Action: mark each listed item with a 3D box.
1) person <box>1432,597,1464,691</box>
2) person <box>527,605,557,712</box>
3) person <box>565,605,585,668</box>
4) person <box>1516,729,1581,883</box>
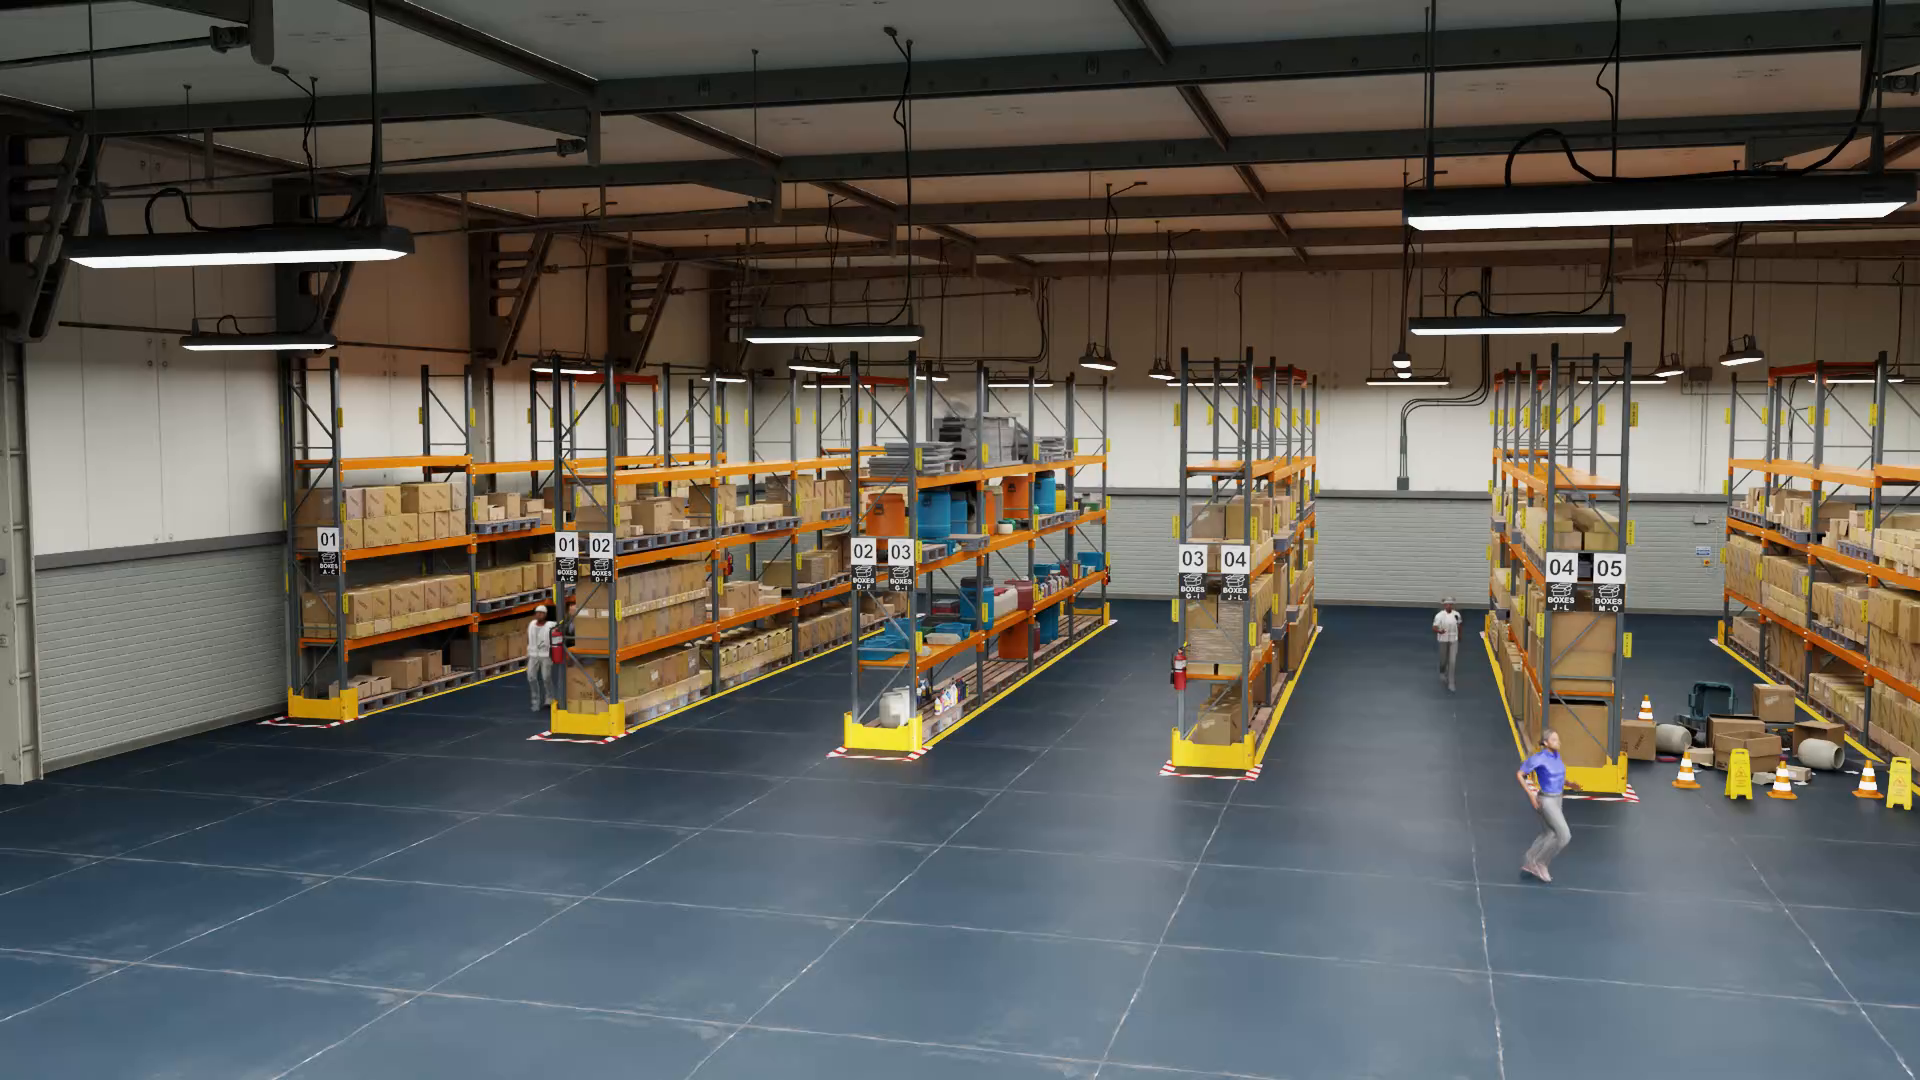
[{"bbox_3d":[9.036,1.887,30.777,0.581,1.699,0.920,1,4,9],"label":"person"},{"bbox_3d":[-7.184,2.038,28.528,0.661,1.844,0.686,1,4,8],"label":"person"},{"bbox_3d":[-6.758,2.012,29.104,0.637,1.763,0.711,1,4,14],"label":"person"},{"bbox_3d":[6.372,2.863,17.917,0.545,1.644,0.657,-4,6,-43],"label":"person"}]
